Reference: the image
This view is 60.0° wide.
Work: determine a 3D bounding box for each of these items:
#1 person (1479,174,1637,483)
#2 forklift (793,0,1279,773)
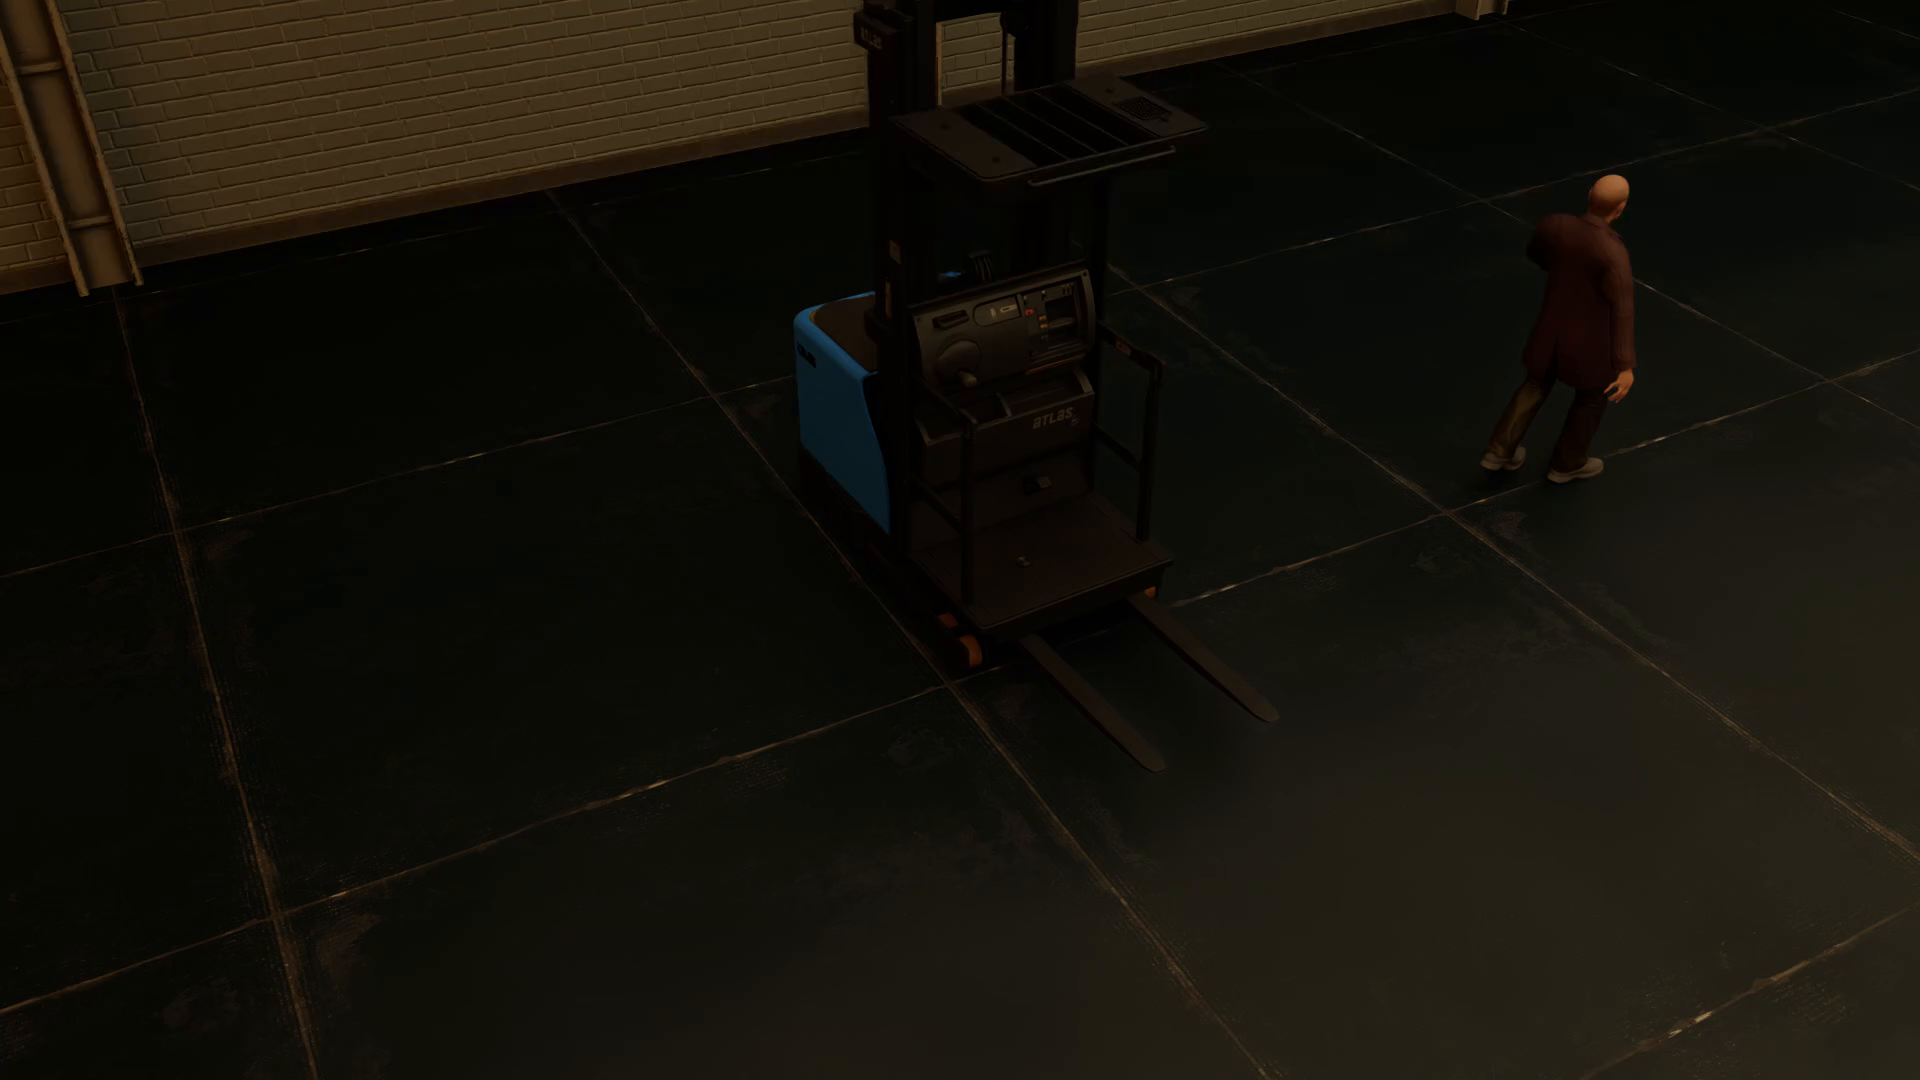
[{"bbox_3d":[3.203,-1.062,8.651,0.782,1.760,0.948,-22,41,-28],"label":"person"},{"bbox_3d":[0.321,-0.896,7.390,1.130,2.935,3.031,-19,39,-25],"label":"forklift"}]
